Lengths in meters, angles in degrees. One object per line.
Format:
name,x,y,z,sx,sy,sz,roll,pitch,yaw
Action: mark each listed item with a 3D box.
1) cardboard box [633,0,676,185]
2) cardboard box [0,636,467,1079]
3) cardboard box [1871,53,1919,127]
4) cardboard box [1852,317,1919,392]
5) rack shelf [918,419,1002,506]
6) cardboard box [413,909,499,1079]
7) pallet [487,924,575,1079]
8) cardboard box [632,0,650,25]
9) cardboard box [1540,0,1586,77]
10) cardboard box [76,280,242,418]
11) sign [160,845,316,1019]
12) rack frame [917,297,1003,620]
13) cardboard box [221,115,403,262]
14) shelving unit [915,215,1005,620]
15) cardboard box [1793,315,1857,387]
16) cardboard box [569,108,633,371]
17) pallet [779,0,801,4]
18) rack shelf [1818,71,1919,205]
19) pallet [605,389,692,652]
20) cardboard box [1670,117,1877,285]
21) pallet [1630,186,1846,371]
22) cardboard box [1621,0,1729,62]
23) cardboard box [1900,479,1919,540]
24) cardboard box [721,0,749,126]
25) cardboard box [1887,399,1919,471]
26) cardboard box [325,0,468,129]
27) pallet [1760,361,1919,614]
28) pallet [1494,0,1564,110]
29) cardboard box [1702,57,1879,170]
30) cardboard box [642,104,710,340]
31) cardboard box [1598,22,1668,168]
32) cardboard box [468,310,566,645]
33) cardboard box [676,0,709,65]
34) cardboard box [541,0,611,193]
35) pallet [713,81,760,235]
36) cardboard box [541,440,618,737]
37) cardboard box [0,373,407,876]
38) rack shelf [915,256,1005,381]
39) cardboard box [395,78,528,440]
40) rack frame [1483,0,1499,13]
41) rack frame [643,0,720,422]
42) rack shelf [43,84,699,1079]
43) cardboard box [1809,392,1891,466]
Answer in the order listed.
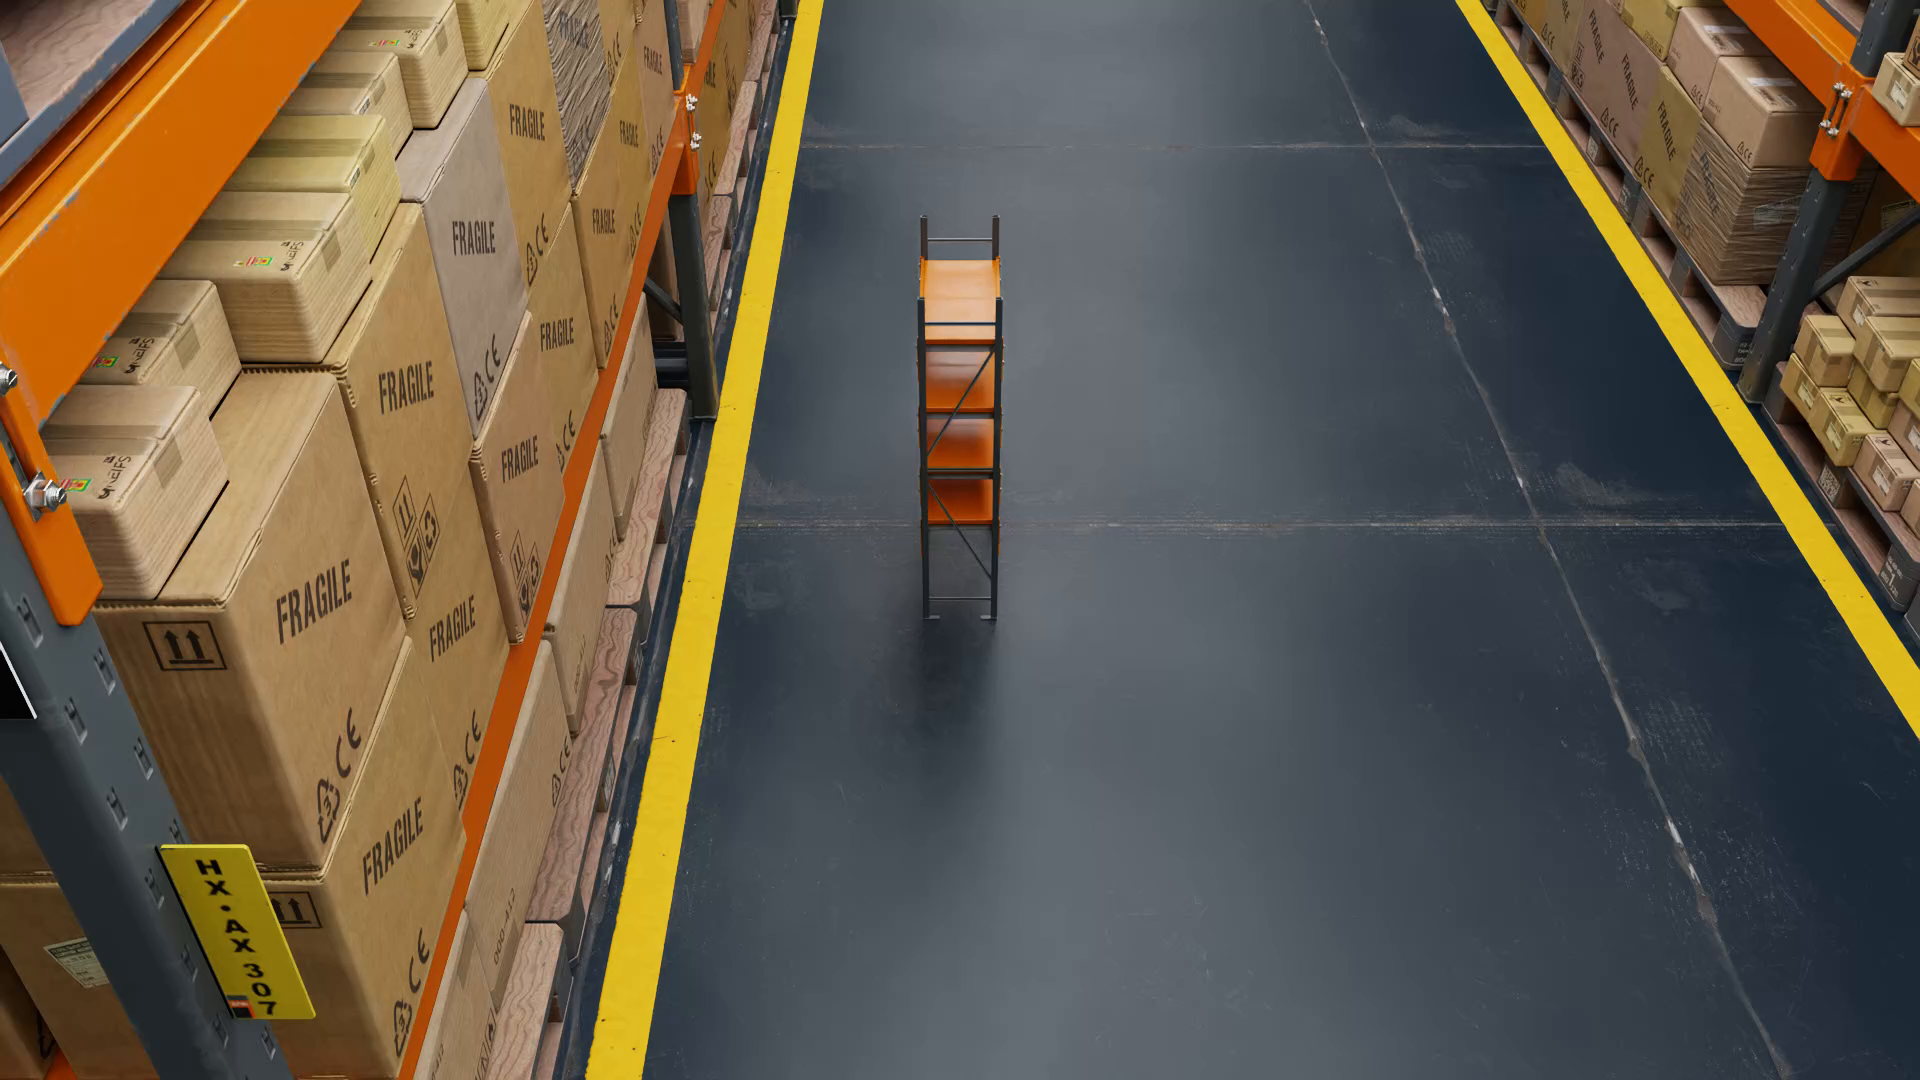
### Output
cardboard box,-1.168,-1.408,5.029,0.500,0.500,0.500,0,39,0
cardboard box,-1.133,0.503,2.644,0.500,0.500,0.500,0,39,0
cardboard box,3.199,-1.451,5.362,0.380,0.149,0.250,1,39,2
cardboard box,3.260,-0.622,5.595,0.380,0.149,0.250,2,39,2
rack shelf,0.000,-0.312,5.288,0.258,0.148,0.480,0,39,0
cardboard box,-1.520,1.265,3.485,0.875,0.438,0.875,-1,39,-2
pallet,-1.499,1.430,3.796,1.003,0.211,1.213,0,39,0
cardboard box,-1.147,-1.794,4.710,0.500,0.500,0.500,0,39,0
cardboard box,3.271,-2.659,8.332,0.500,0.500,0.500,0,39,0
cardboard box,-1.215,-0.226,2.235,0.380,0.149,0.250,1,39,1
sign,-0.865,0.477,2.001,0.100,0.325,0.005,0,39,0
rack frame,0.000,-0.212,5.055,0.240,1.200,0.015,0,39,0
cardboard box,-1.119,-0.553,2.644,0.380,0.149,0.250,-1,39,-2
shelving unit,0.000,-0.365,5.246,0.258,1.200,0.503,0,39,0
cardboard box,3.206,-0.667,5.889,0.380,0.149,0.250,2,39,2
cardboard box,-1.147,-0.772,4.235,0.500,0.500,0.500,-1,39,-1
pallet,-1.428,-3.561,10.025,1.003,0.211,1.213,0,39,0
rack shelf,3.528,-0.195,4.169,1.077,0.370,4.000,0,39,0
pallet,-1.501,-0.096,5.700,1.003,0.211,1.213,0,39,0
cardboard box,3.273,-1.377,6.733,0.500,0.500,0.500,-1,39,-1
pallet,3.523,-1.125,6.985,1.003,0.211,1.213,0,39,0
cardboard box,3.270,-2.325,7.316,0.500,0.250,0.500,-2,39,-2
cardboard box,3.308,-0.069,5.381,0.380,0.149,0.250,-1,39,-1
cardboard box,-1.514,-2.506,7.841,0.875,0.875,0.875,0,39,1
cardboard box,3.333,-0.356,5.502,0.380,0.149,0.250,0,39,0
cardboard box,-1.130,-0.874,3.043,0.380,0.149,0.250,0,39,0
pallet,3.562,-0.218,5.853,1.003,0.211,1.213,0,39,0
pallet,3.521,-2.651,8.889,1.003,0.211,1.213,0,39,0
cardboard box,3.272,-1.673,6.502,0.500,0.250,0.500,-1,39,-1
cardboard box,-1.505,-1.382,6.439,0.875,0.875,0.875,1,39,1
cardboard box,3.277,-2.019,7.533,0.500,0.500,0.500,-1,39,-1
cardboard box,-1.144,-0.132,3.436,0.500,0.500,0.500,0,39,0
cardboard box,-1.161,-1.876,5.812,0.500,0.250,0.500,-1,39,-1
cardboard box,-1.145,-1.158,3.917,0.500,0.500,0.500,0,39,1
pallet,-1.505,-1.818,7.850,1.003,0.211,1.213,0,39,0
cardboard box,-1.529,0.129,4.903,0.875,0.438,0.875,-1,39,-1
cardboard box,-1.135,0.113,2.331,0.500,0.500,0.500,-1,39,-1
rack shelf,0.000,-0.671,5.000,0.258,0.148,0.480,0,39,0
cardboard box,-1.151,-0.532,3.136,0.500,0.500,0.500,0,39,0
rack frame,3.521,-4.227,8.627,1.000,3.000,0.127,0,39,0
rack frame,-1.424,-1.659,5.422,1.000,3.000,0.127,0,39,0
rack shelf,-1.422,-0.128,4.086,1.077,0.370,4.000,0,39,0
cardboard box,3.205,-0.383,5.773,0.380,0.149,0.250,1,39,1
